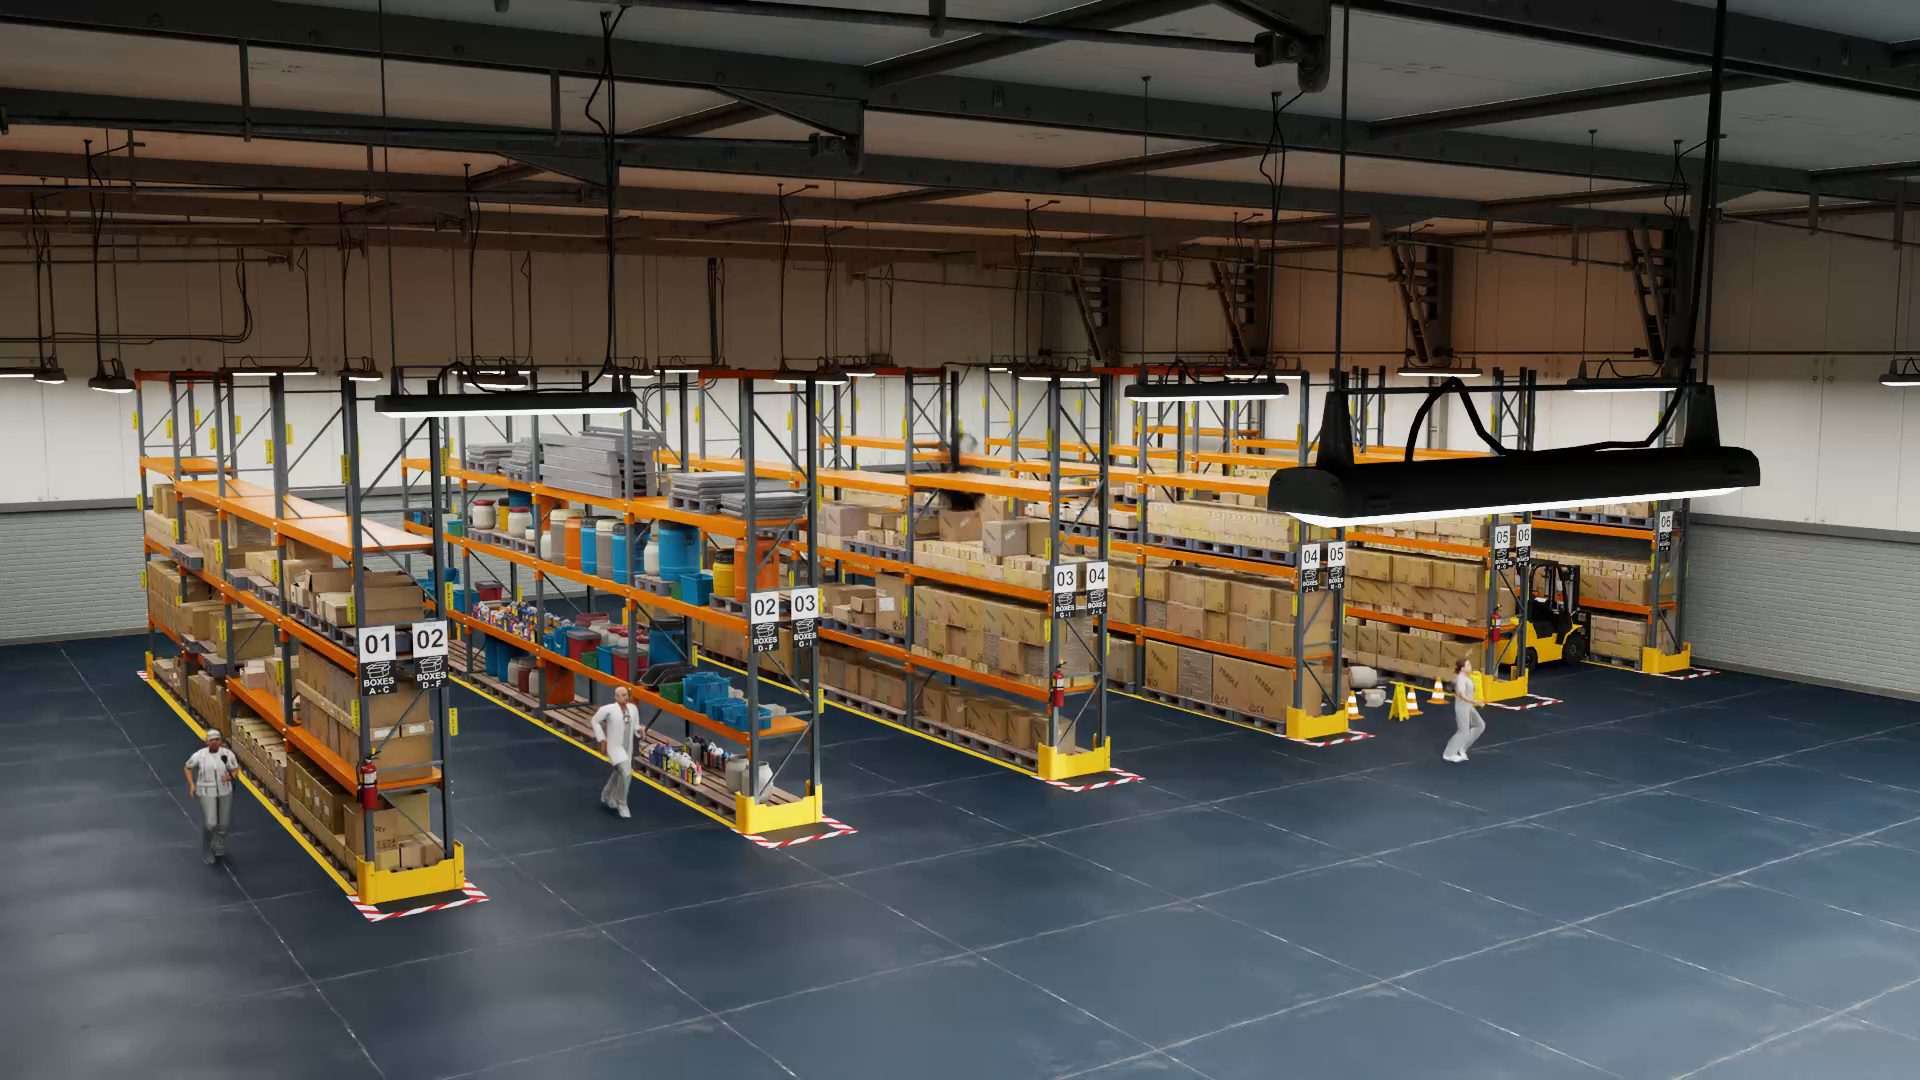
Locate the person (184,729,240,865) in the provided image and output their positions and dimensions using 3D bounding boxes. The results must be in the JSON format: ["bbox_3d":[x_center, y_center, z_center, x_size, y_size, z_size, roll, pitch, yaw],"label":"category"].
[{"bbox_3d":[-9.252,3.185,20.656,0.581,1.674,0.670,-5,8,-36],"label":"person"}]

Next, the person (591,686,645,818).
[{"bbox_3d":[-4.667,2.897,22.826,0.903,1.814,0.613,5,8,36],"label":"person"}]

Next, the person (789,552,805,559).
[{"bbox_3d":[-4.054,0.842,41.492,0.845,1.664,0.618,-6,9,-43],"label":"person"}]

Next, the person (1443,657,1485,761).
[{"bbox_3d":[7.813,2.615,25.724,0.610,1.623,0.578,3,7,22],"label":"person"}]
